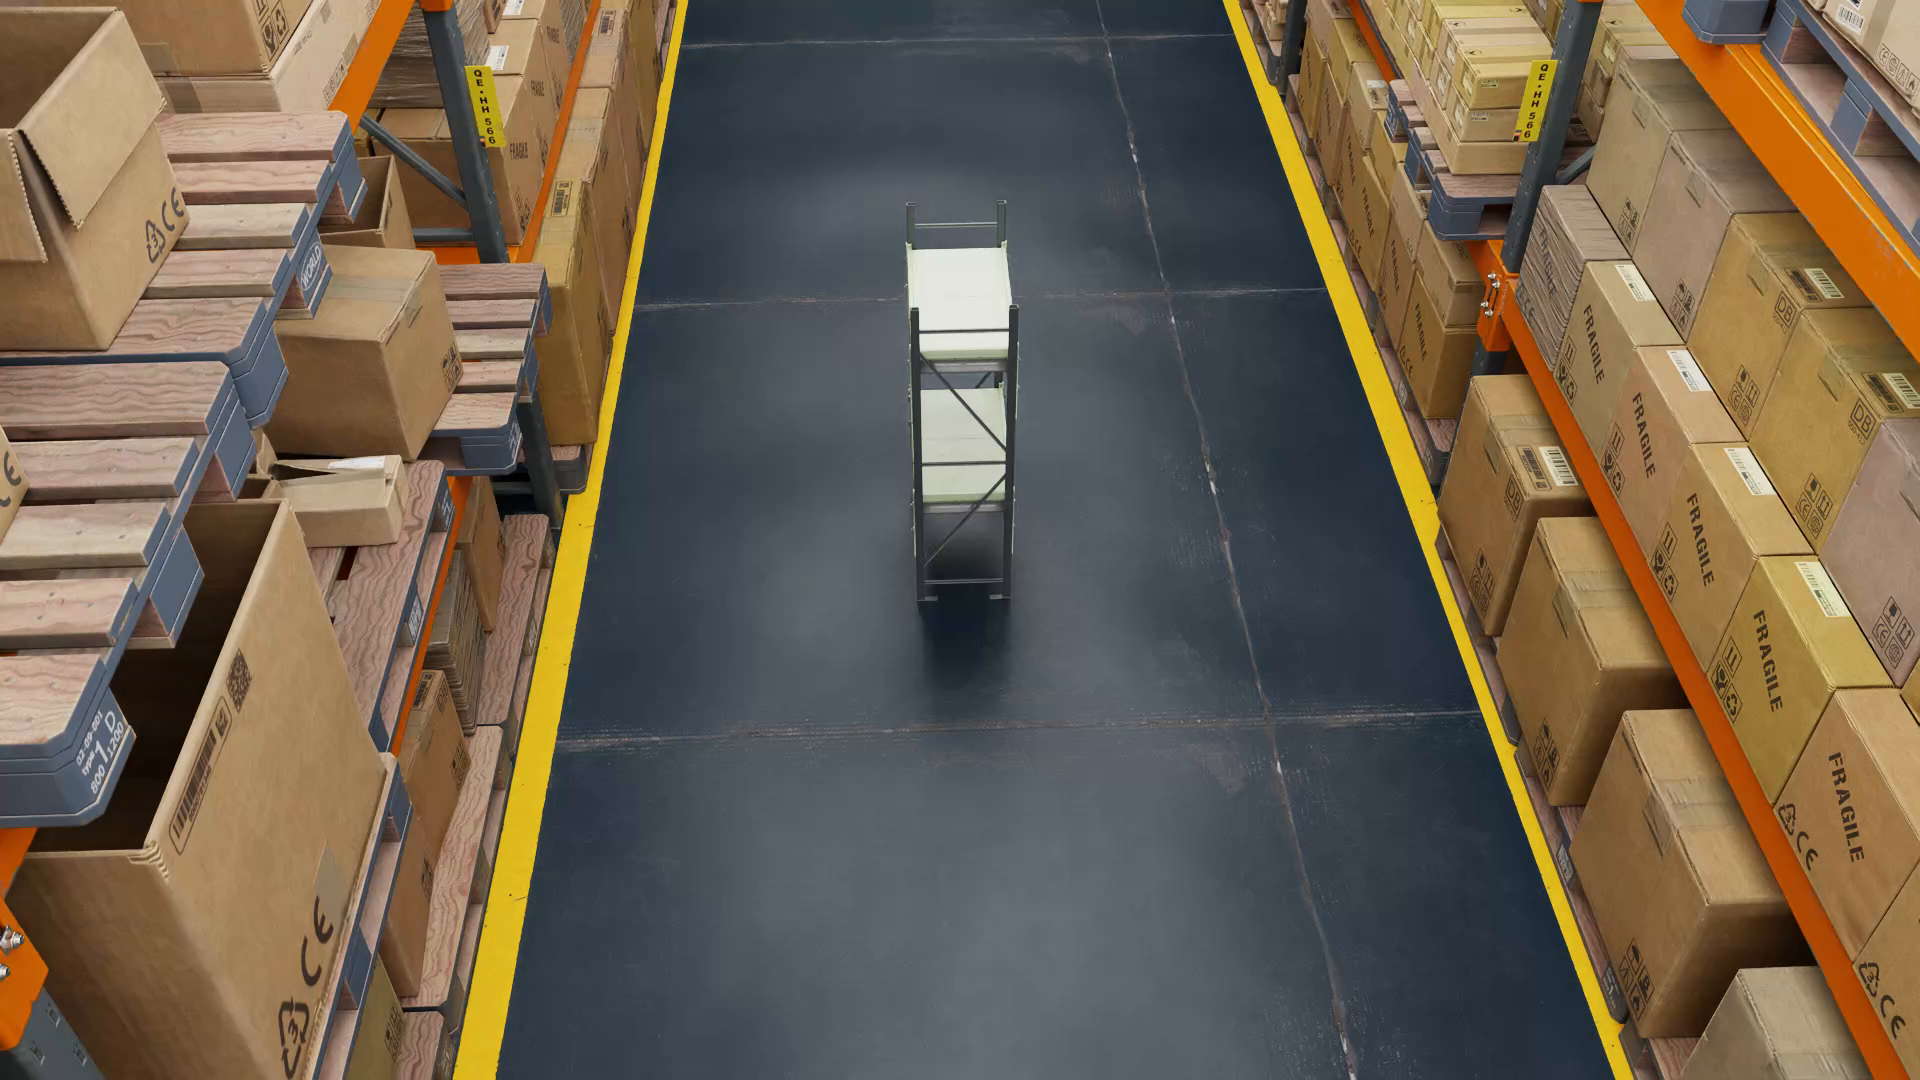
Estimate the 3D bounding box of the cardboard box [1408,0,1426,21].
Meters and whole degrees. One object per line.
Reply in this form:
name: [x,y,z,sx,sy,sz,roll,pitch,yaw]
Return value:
cardboard box: [2.158,-2.372,7.203,0.380,0.149,0.250,0,43,-1]

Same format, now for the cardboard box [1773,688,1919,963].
cardboard box: [2.531,0.731,4.308,0.500,0.500,0.500,-2,43,-2]

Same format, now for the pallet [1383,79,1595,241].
pallet: [2.535,-1.654,7.126,1.213,0.211,1.003,-2,43,-2]

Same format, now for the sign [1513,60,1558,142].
sign: [2.130,-1.622,6.151,0.100,0.325,0.005,-2,43,-2]

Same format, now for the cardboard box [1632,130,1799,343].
cardboard box: [2.704,-1.007,5.465,0.700,0.500,0.500,-2,43,-2]

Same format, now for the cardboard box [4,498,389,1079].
cardboard box: [-2.012,0.612,3.758,1.000,1.000,1.000,-1,43,-2]

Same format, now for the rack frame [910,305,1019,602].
rack frame: [0.016,-0.301,6.618,0.400,1.500,0.023,-2,43,-2]

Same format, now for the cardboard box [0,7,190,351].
cardboard box: [-2.080,-0.727,3.366,0.797,0.503,0.637,0,43,0]

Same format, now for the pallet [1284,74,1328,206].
pallet: [2.536,-2.393,9.855,1.003,0.211,1.213,-2,43,-2]

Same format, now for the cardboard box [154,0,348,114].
cardboard box: [-1.970,-1.235,4.419,0.500,0.250,0.500,-1,43,-1]

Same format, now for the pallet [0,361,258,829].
pallet: [-2.038,0.072,3.021,1.213,0.211,1.003,-2,43,-2]

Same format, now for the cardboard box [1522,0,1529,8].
cardboard box: [2.796,-2.512,7.795,0.380,0.149,0.250,-1,43,-1]

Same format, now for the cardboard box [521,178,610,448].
cardboard box: [-2.297,-1.010,7.544,1.225,0.875,0.875,-3,43,-4]

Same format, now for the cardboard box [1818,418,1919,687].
cardboard box: [2.770,0.025,4.338,0.700,0.500,0.500,-1,43,-1]

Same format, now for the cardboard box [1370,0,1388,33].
cardboard box: [2.142,-2.495,7.776,0.380,0.149,0.250,0,43,0]

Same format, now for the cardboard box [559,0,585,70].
cardboard box: [-2.106,-2.577,7.917,0.500,0.500,0.500,-1,43,-2]

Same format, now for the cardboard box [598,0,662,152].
cardboard box: [-2.411,-2.813,9.510,1.225,0.875,0.875,-2,43,-2]

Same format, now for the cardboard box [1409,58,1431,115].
cardboard box: [2.171,-1.970,7.204,0.380,0.149,0.250,-1,43,-1]

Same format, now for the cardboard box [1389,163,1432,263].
cardboard box: [2.348,-1.551,7.856,0.500,0.250,0.500,-1,43,-1]

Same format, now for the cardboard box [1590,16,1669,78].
cardboard box: [2.832,-2.027,6.826,0.380,0.149,0.250,-3,43,-3]

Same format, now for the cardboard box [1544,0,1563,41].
cardboard box: [2.812,-2.284,7.326,0.380,0.149,0.250,-1,43,-2]

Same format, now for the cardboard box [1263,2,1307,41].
cardboard box: [2.145,-3.306,10.585,0.380,0.149,0.250,-1,43,-1]

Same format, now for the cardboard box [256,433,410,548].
cardboard box: [-1.948,-0.160,5.143,0.396,0.266,0.258,-3,43,-3]

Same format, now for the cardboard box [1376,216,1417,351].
cardboard box: [2.364,-1.267,8.101,0.500,0.500,0.500,0,43,0]

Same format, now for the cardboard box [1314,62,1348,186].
cardboard box: [2.292,-2.317,9.246,0.500,0.500,0.500,0,43,0]

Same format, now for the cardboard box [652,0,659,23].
cardboard box: [-2.406,-3.692,10.469,0.875,0.875,0.875,-2,43,-2]

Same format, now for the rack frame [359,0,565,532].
rack frame: [-2.288,-1.172,6.459,1.000,3.000,0.127,-2,43,-2]

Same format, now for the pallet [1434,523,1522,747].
pallet: [2.630,0.316,6.899,1.003,0.211,1.213,-2,43,-2]

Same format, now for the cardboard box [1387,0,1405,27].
cardboard box: [2.151,-2.434,7.490,0.380,0.149,0.250,-2,43,-2]

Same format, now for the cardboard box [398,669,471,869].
cardboard box: [-2.172,0.795,5.836,0.700,0.500,0.500,2,43,2]

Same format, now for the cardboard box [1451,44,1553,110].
cardboard box: [2.193,-1.846,6.628,0.380,0.149,0.250,-3,43,-3]

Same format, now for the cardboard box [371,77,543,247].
cardboard box: [-2.037,-1.545,6.791,0.500,0.500,0.500,0,43,-1]

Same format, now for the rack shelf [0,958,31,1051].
rack shelf: [-2.033,2.038,1.269,1.077,0.370,4.000,-2,43,-2]

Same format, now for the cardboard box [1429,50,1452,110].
cardboard box: [2.183,-1.919,6.928,0.380,0.149,0.250,0,43,0]

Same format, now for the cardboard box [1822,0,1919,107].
cardboard box: [2.526,-1.331,4.093,0.500,0.311,0.500,-2,43,-3]

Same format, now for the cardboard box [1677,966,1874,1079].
cardboard box: [2.725,1.712,4.666,1.050,0.750,0.750,-2,43,-2]

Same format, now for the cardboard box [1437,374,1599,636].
cardboard box: [2.608,-0.158,6.707,1.050,0.750,0.750,-2,43,-2]

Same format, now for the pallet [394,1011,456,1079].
pallet: [-2.153,2.030,5.028,1.003,0.211,1.213,-2,43,-2]

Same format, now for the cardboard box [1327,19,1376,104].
cardboard box: [2.294,-2.591,8.990,0.500,0.250,0.500,-1,43,-1]

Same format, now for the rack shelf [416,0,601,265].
rack shelf: [-2.373,-2.257,8.175,1.077,0.370,4.000,-2,43,-2]

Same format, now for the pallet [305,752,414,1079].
pallet: [-2.005,1.079,4.145,1.003,0.211,1.213,-2,43,-2]

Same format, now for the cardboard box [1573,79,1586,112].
cardboard box: [2.831,-1.980,7.215,0.380,0.149,0.250,0,43,0]

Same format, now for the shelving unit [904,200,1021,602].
shelving unit: [0.000,-0.548,6.888,0.431,1.500,0.755,-2,43,-2]

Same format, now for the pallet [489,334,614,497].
pallet: [-2.246,-0.679,7.984,1.003,0.211,1.213,-2,43,-2]

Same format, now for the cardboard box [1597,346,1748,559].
cardboard box: [2.466,-0.289,5.421,0.500,0.500,0.500,-2,43,-2]
